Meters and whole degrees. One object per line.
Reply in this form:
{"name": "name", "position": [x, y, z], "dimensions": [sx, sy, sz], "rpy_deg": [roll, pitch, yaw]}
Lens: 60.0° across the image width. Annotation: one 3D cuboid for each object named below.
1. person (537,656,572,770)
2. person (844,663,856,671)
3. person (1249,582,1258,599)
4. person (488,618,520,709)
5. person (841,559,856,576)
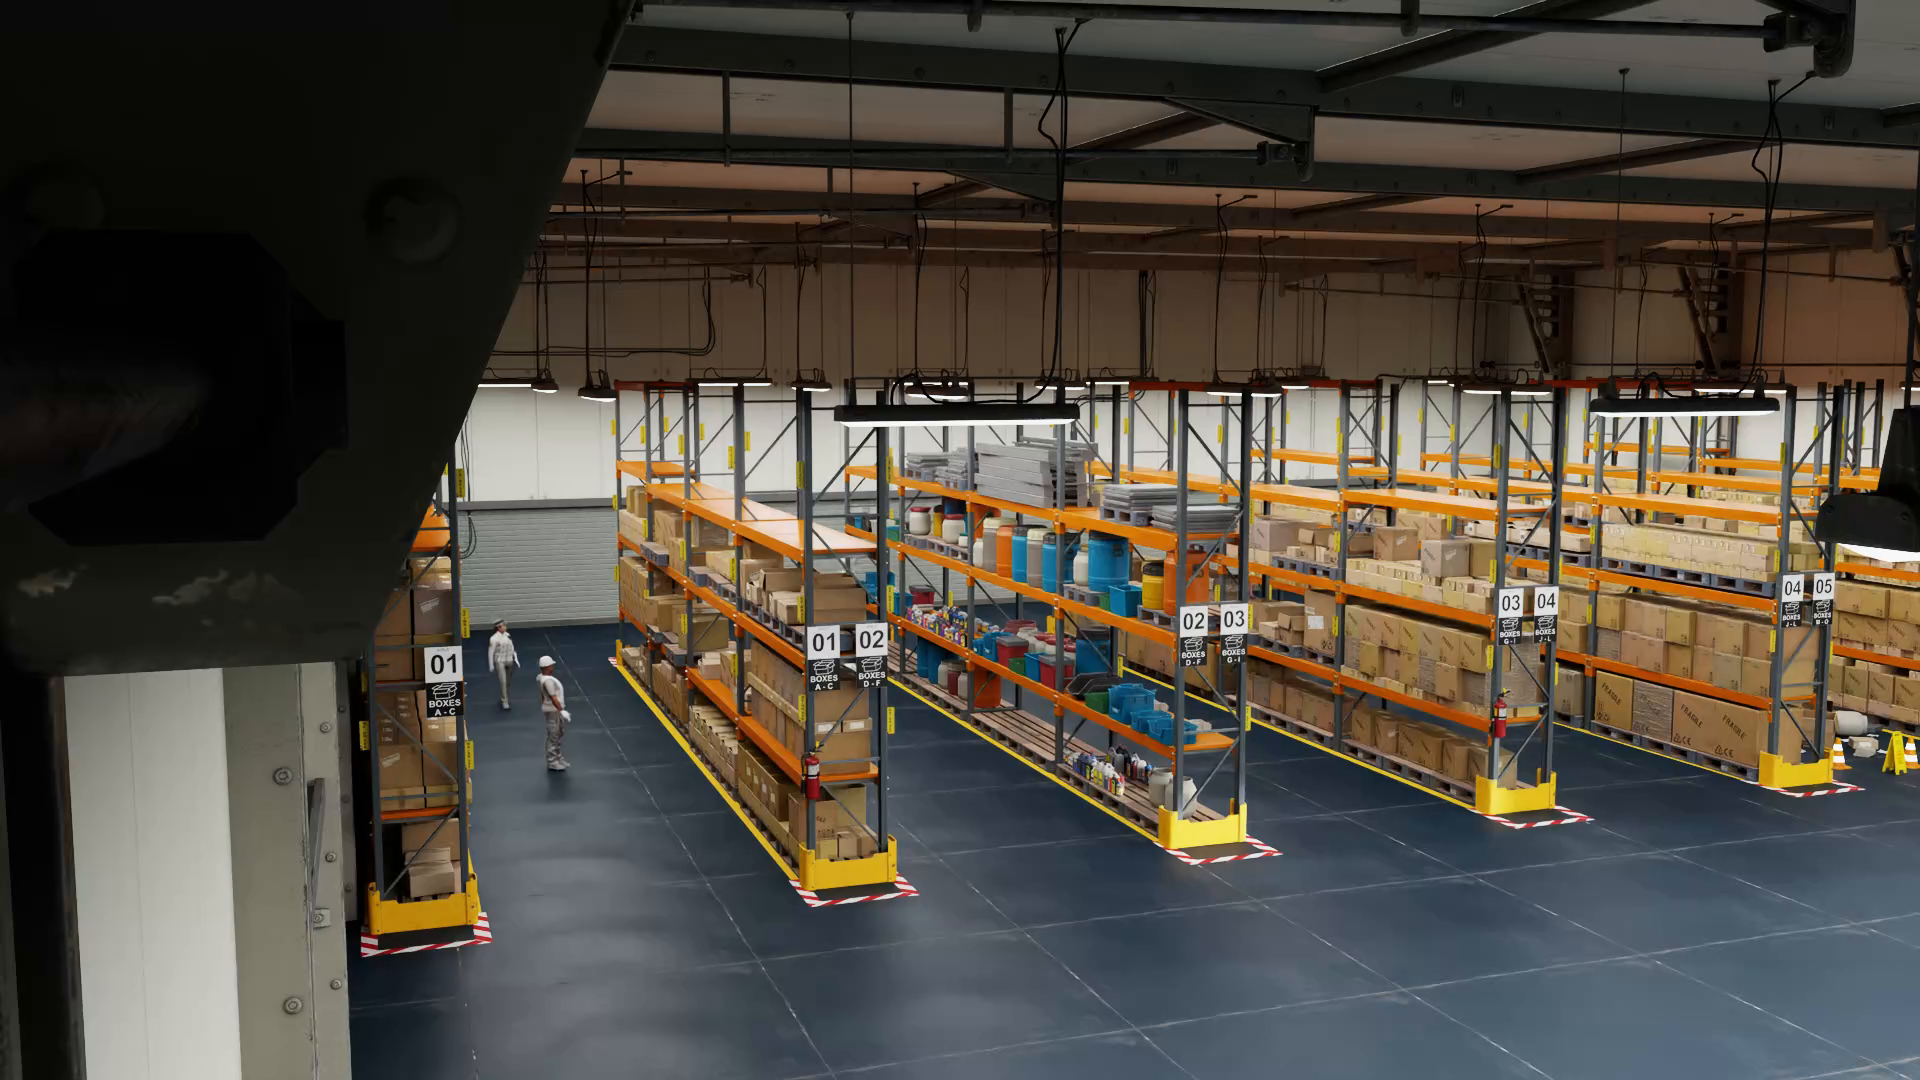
{"name": "person", "position": [-6.340, 2.705, 26.062], "dimensions": [0.609, 1.815, 0.653], "rpy_deg": [0, 6, 2]}
{"name": "person", "position": [-1.866, 2.528, 27.816], "dimensions": [0.470, 1.788, 0.641], "rpy_deg": [-1, 6, -9]}
{"name": "person", "position": [7.323, 1.031, 42.301], "dimensions": [0.491, 1.638, 0.682], "rpy_deg": [4, 7, 36]}
{"name": "person", "position": [-8.477, 2.250, 30.830], "dimensions": [0.558, 1.642, 0.975], "rpy_deg": [-4, 7, -32]}
{"name": "person", "position": [-2.599, 1.311, 39.364], "dimensions": [1.044, 1.749, 0.649], "rpy_deg": [0, 6, 0]}
